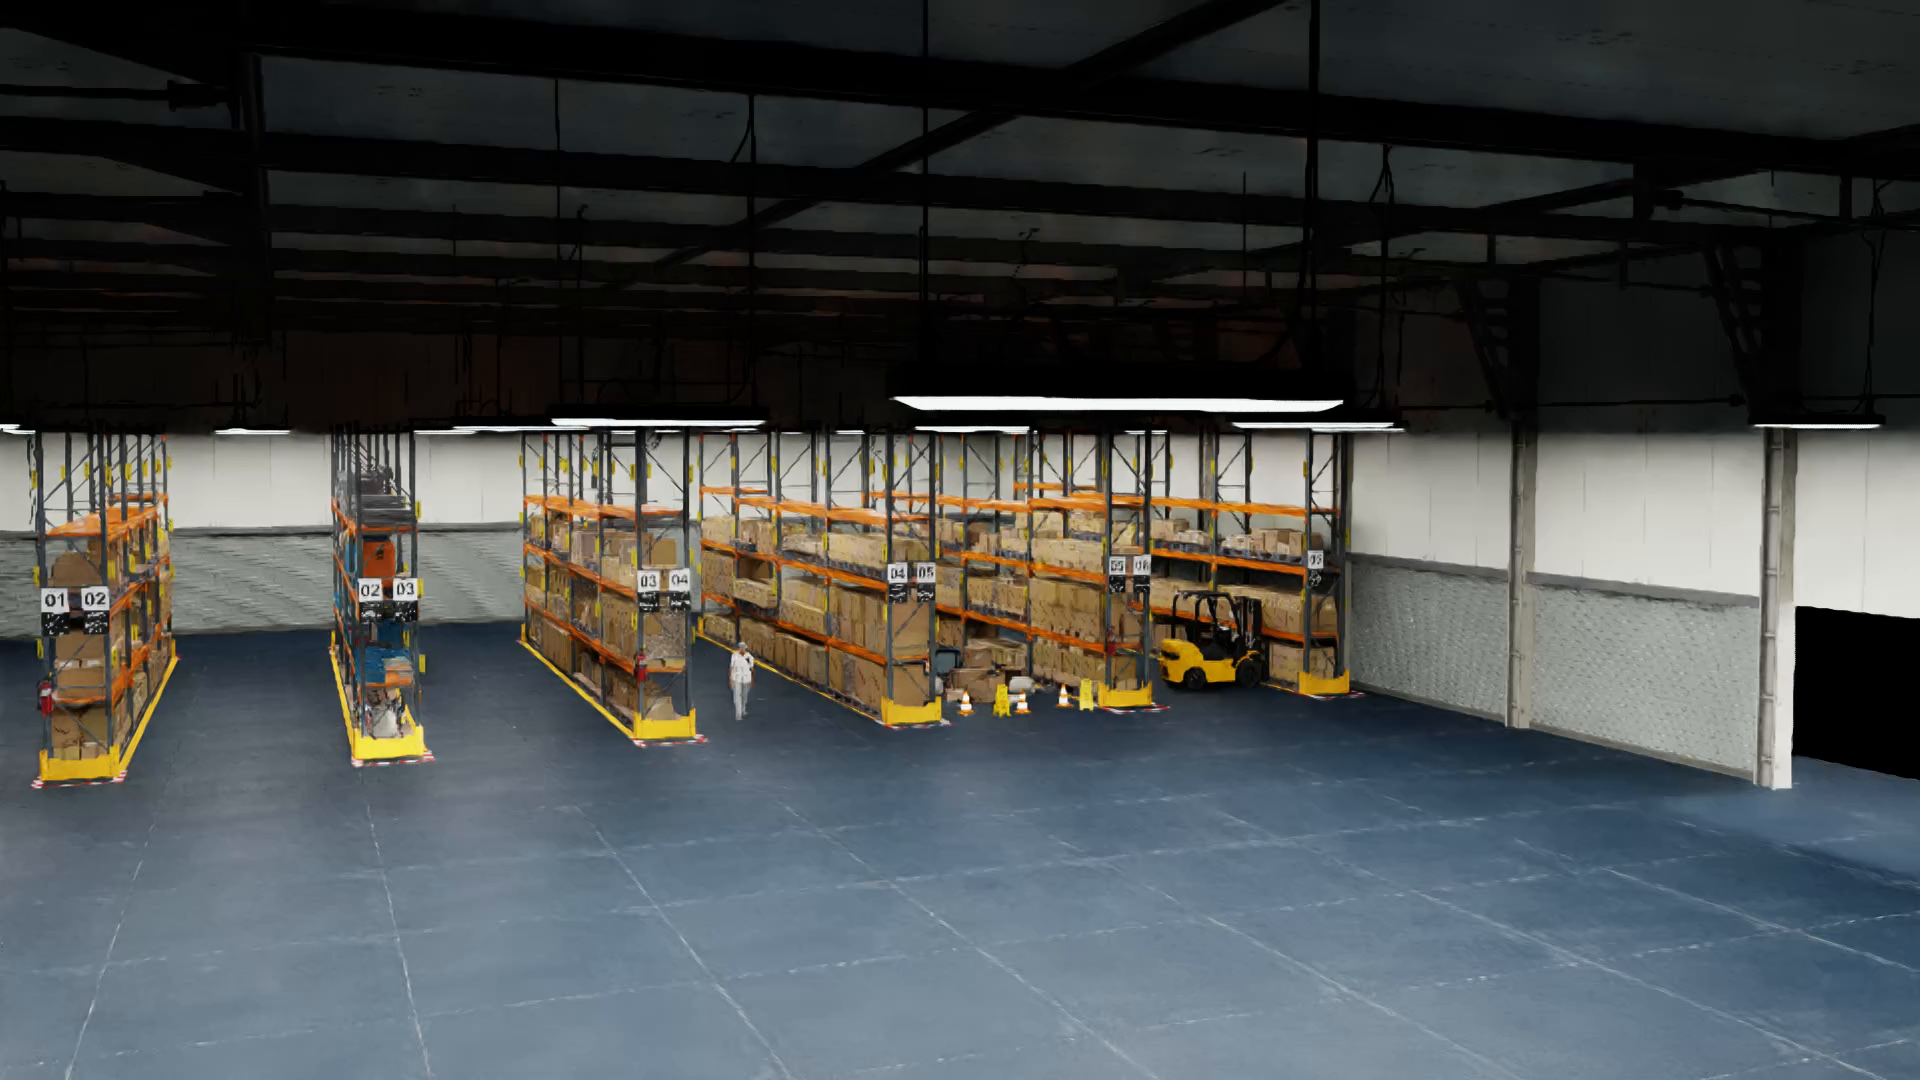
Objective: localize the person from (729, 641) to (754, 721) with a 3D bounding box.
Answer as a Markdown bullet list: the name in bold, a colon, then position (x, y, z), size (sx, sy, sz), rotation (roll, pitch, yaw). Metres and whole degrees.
- **person**: position (-4.388, 2.817, 33.582), size (0.481, 1.580, 1.075), rotation (-1, 4, -19)

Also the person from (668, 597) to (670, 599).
- **person**: position (-7.381, 2.178, 43.109), size (0.653, 1.675, 0.522), rotation (3, 5, 42)

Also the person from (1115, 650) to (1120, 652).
- **person**: position (3.769, 2.199, 42.044), size (0.580, 1.763, 0.673), rotation (0, 4, 6)
